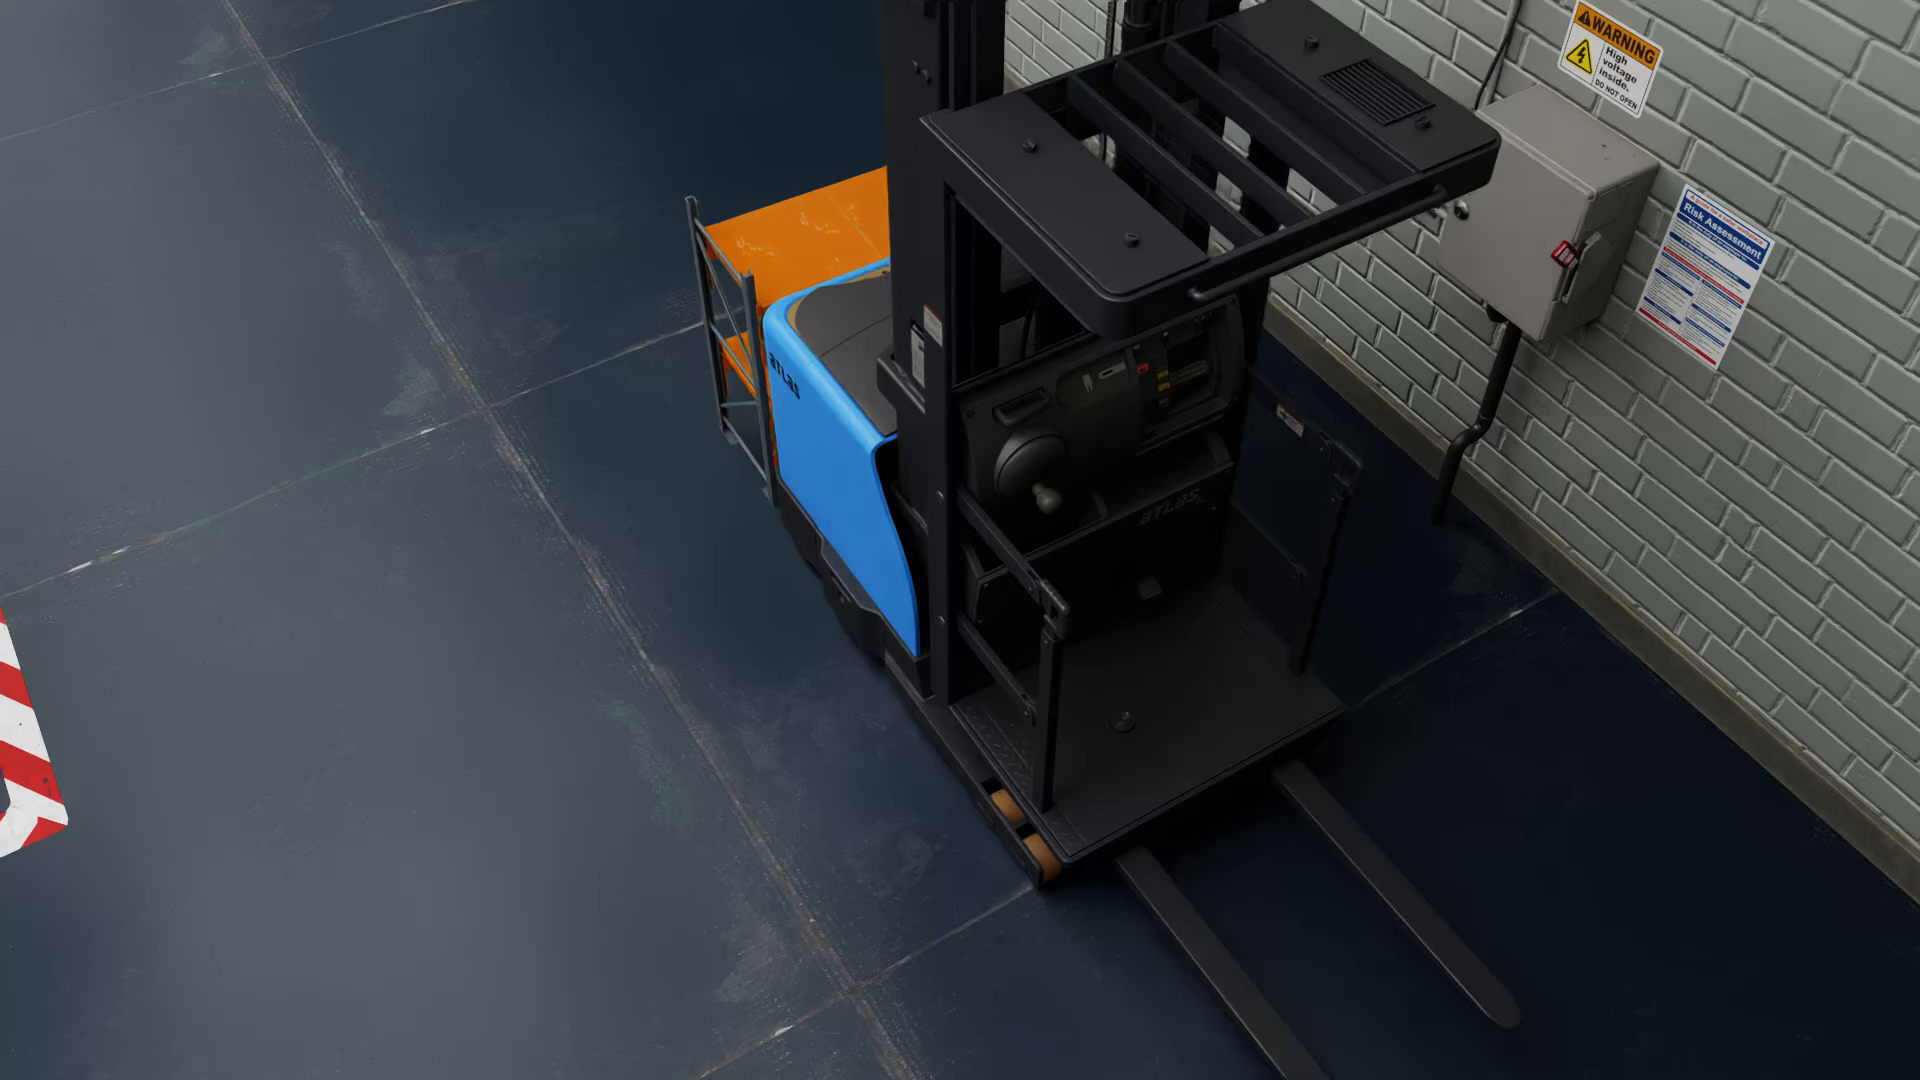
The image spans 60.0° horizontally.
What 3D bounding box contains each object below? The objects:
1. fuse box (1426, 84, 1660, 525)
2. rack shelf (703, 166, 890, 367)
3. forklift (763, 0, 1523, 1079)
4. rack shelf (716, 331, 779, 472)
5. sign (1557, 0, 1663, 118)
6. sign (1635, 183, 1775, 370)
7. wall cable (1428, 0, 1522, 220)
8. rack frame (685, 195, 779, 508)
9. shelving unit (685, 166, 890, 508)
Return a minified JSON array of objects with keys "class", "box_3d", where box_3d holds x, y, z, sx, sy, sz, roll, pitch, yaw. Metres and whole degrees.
[{"class":"fuse box","box_3d":[1.793,-0.620,5.657,0.414,1.711,0.539,-25,53,-21]},{"class":"rack shelf","box_3d":[-0.383,-1.049,6.039,1.000,0.278,0.538,-23,52,-19]},{"class":"forklift","box_3d":[0.528,-0.291,4.546,1.130,2.935,3.031,-25,53,-20]},{"class":"rack shelf","box_3d":[-0.383,-0.691,6.440,1.000,0.278,0.538,-23,52,-19]},{"class":"sign","box_3d":[1.939,-1.441,4.972,0.001,0.242,0.339,-25,53,-21]},{"class":"sign","box_3d":[2.232,-0.788,5.007,0.001,0.494,0.329,-25,53,-21]},{"class":"wall cable","box_3d":[1.562,-1.881,5.236,0.122,1.984,0.588,-25,53,-21]},{"class":"rack frame","box_3d":[-0.824,-0.665,6.089,0.032,1.125,0.500,-23,52,-19]},{"class":"shelving unit","box_3d":[-0.383,-0.854,6.257,1.048,1.125,0.538,-23,52,-19]}]
